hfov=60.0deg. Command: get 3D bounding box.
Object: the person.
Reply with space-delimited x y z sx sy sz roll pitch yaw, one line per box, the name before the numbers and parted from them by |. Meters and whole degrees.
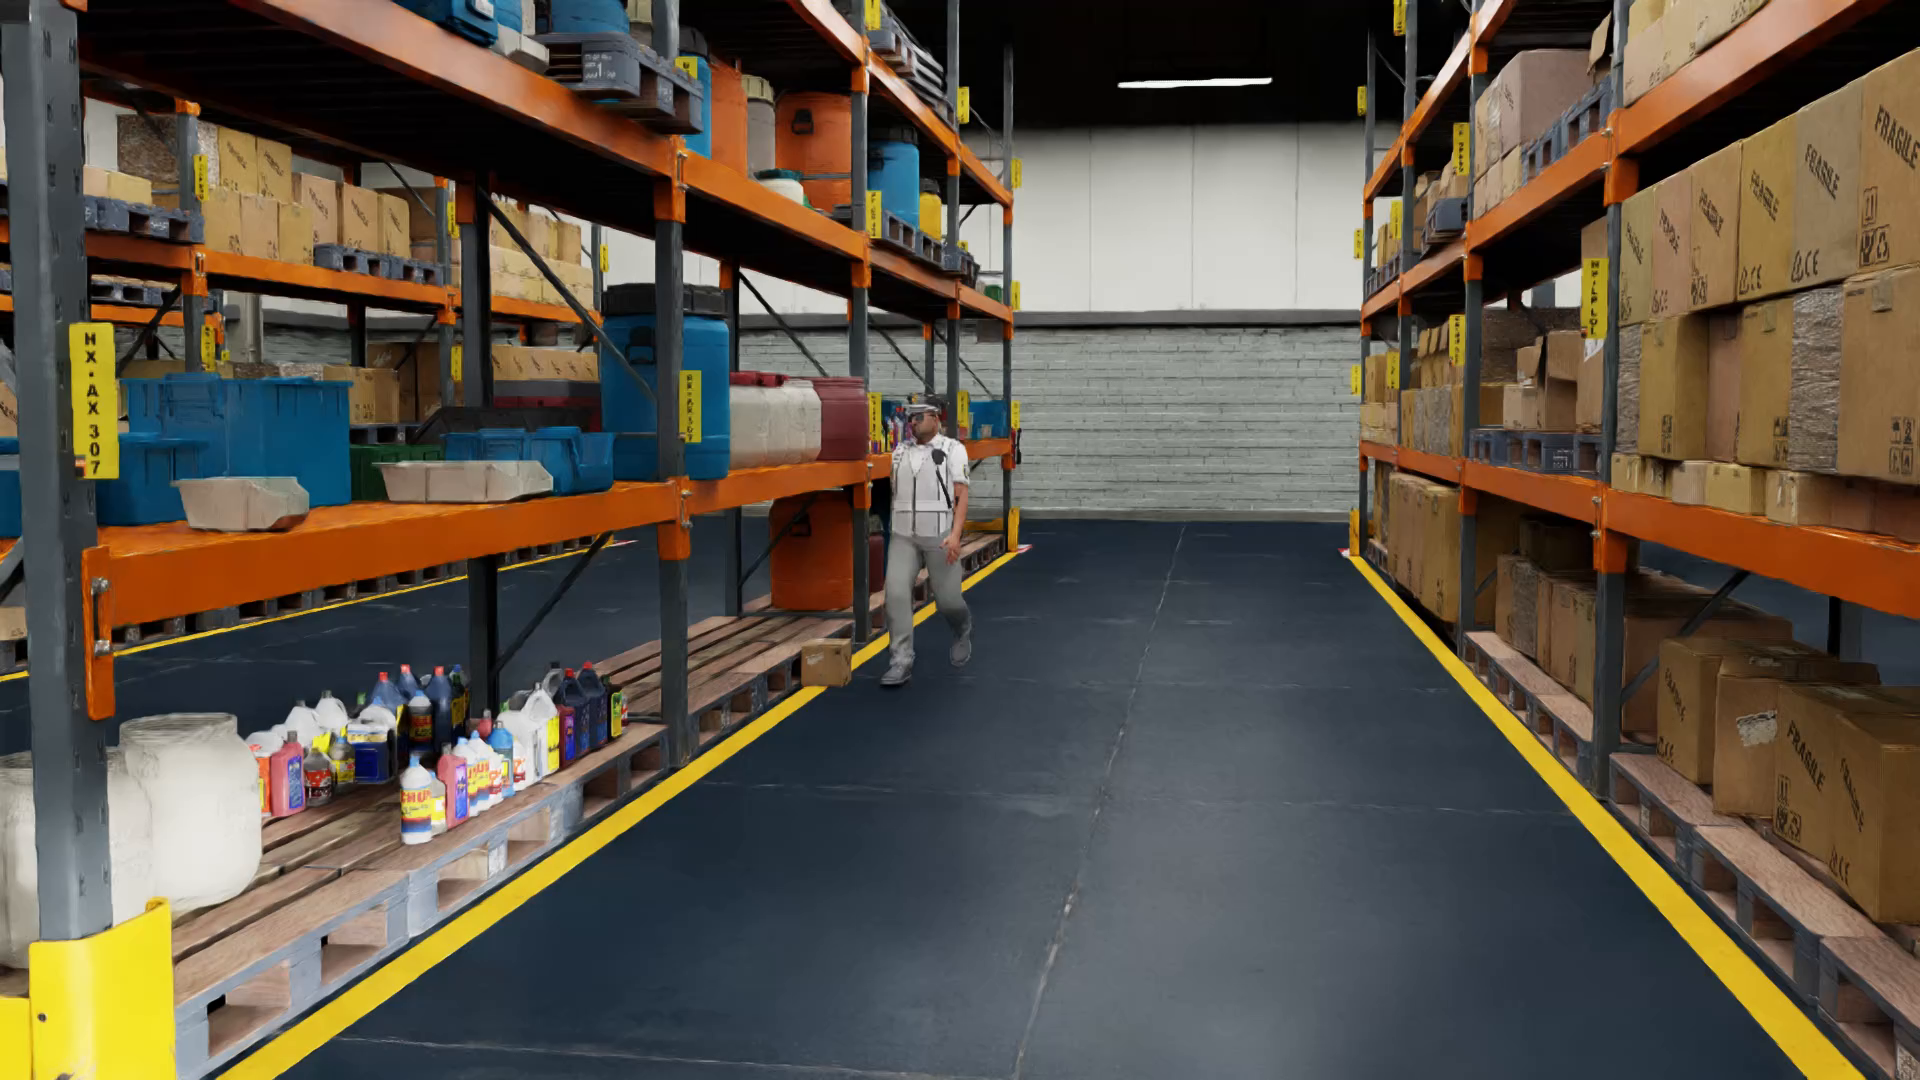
person | -0.216 -0.031 10.002 0.543 1.721 0.892 1 5 17
